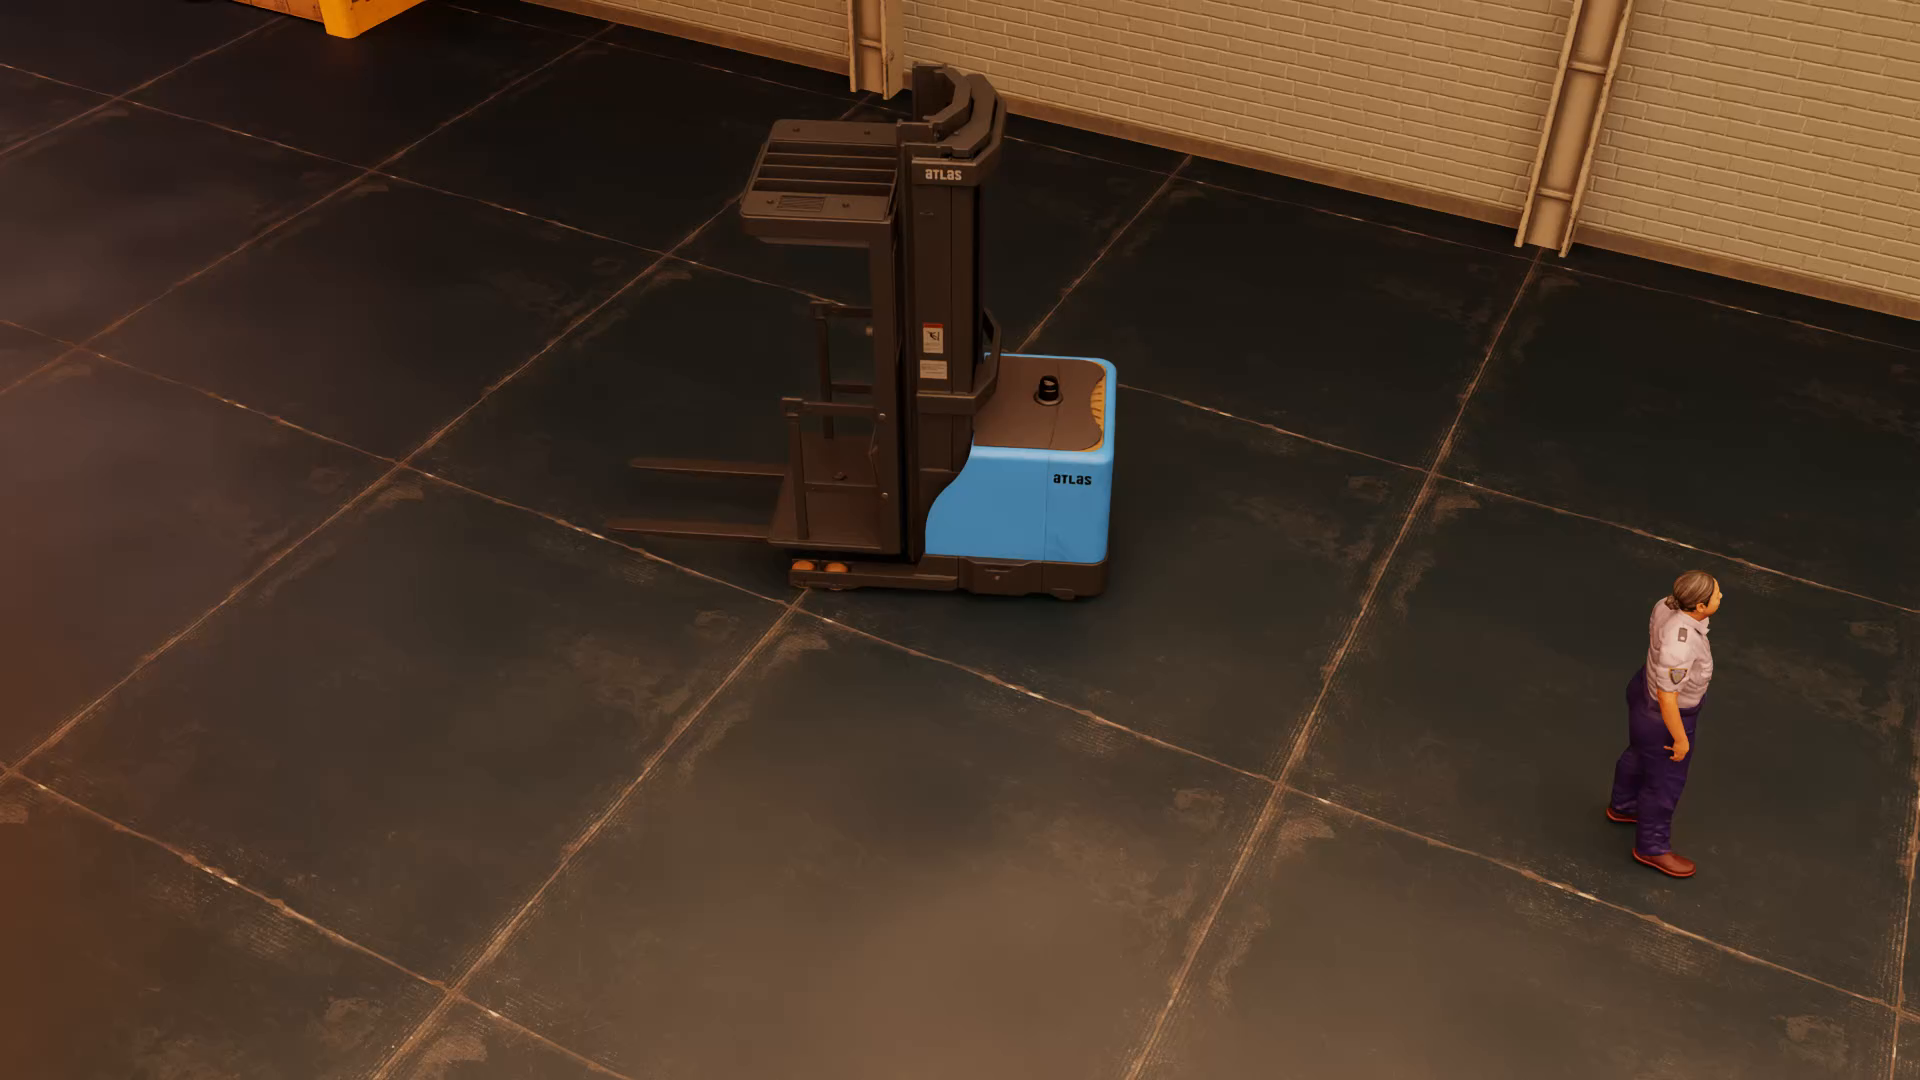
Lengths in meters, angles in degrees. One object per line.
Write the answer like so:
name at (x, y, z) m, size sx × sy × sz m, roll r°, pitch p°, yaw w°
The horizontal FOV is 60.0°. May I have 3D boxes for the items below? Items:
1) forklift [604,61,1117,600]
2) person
forklift at (-0.606, -1.157, 9.360) m, size 3.031 × 2.935 × 1.130 m, roll 3°, pitch 40°, yaw 4°
person at (3.467, 0.838, 7.976) m, size 0.502 × 1.651 × 0.597 m, roll 8°, pitch 41°, yaw 9°
